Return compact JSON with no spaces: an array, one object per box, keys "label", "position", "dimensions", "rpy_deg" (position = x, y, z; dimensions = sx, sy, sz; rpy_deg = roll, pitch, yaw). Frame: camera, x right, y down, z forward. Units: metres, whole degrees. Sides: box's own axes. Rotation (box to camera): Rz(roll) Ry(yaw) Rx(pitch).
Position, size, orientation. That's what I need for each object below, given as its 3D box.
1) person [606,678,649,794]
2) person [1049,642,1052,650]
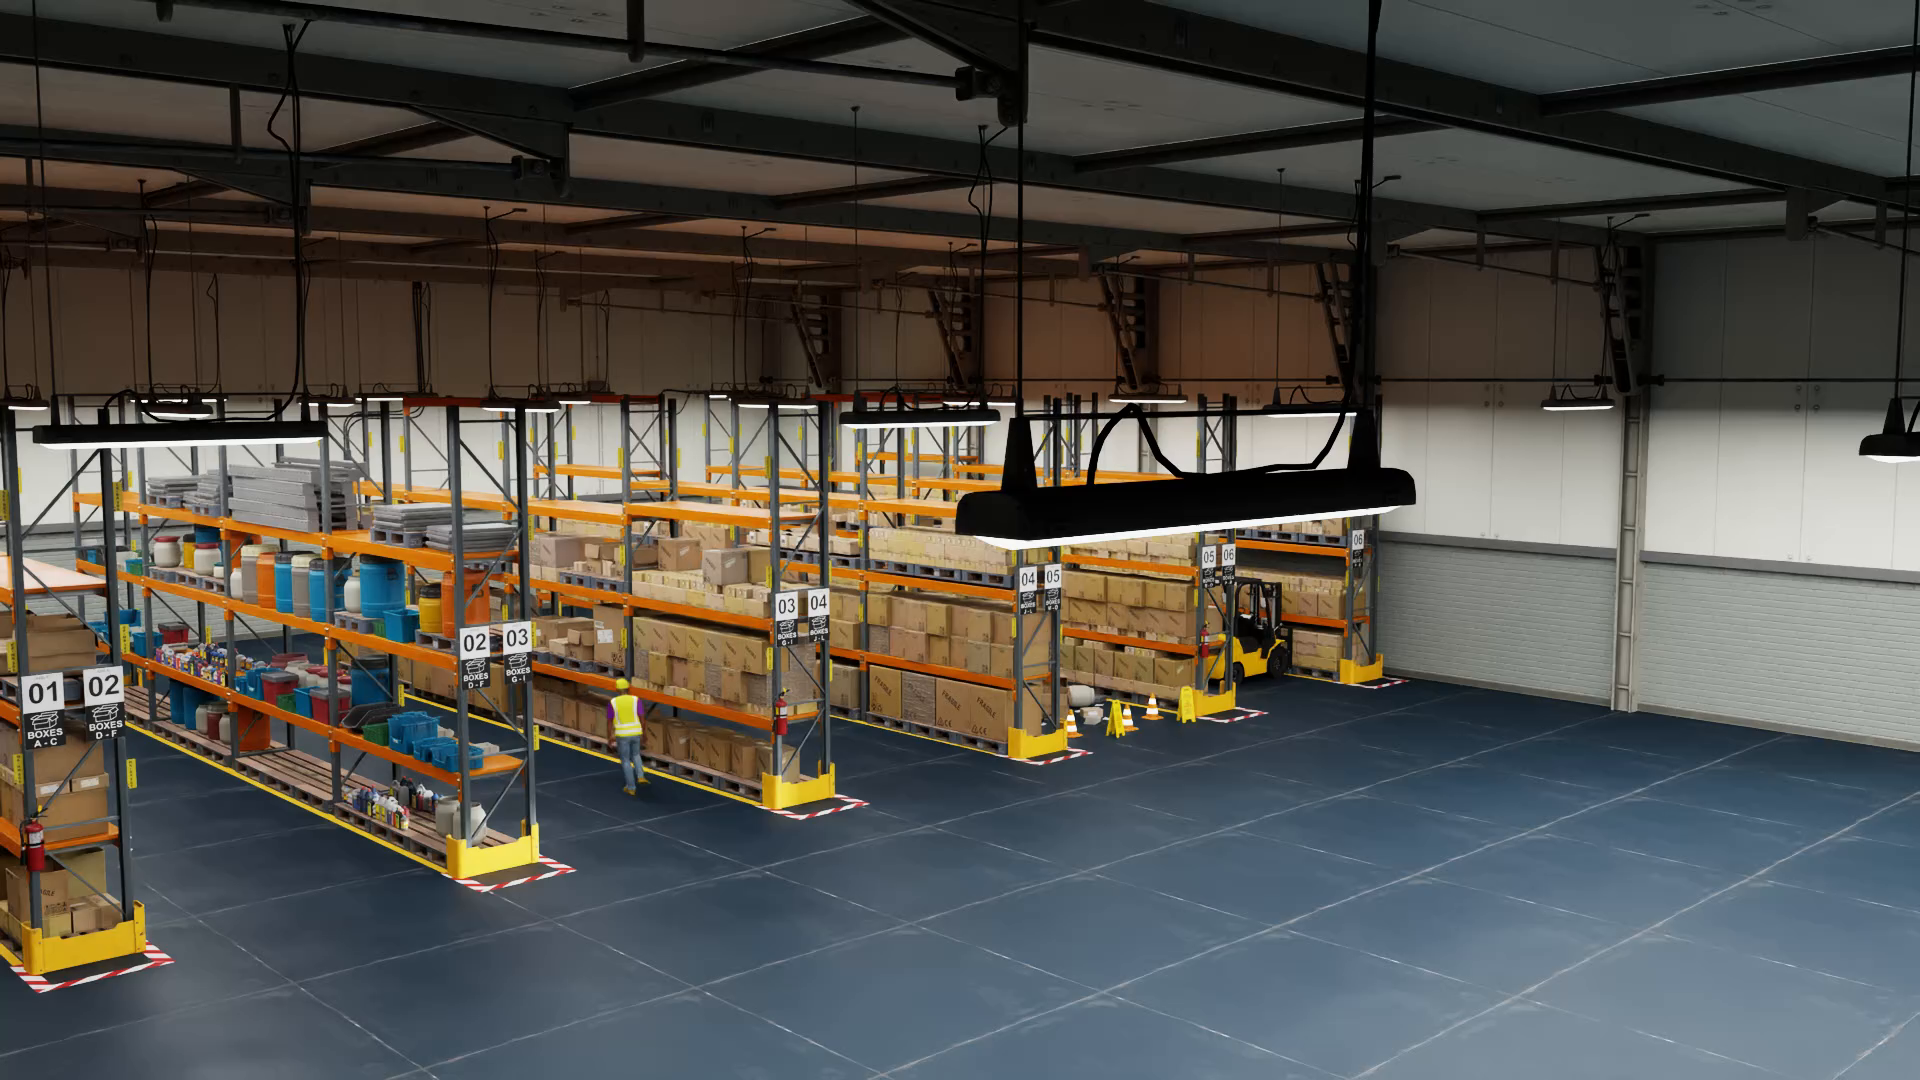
[{"label":"person","position":[-5.086,2.993,25.431],"dimensions":[0.600,1.753,0.515],"rpy_deg":[-4,7,-33]},{"label":"person","position":[1.999,1.883,36.898],"dimensions":[0.605,1.758,0.490],"rpy_deg":[-4,7,-35]}]
